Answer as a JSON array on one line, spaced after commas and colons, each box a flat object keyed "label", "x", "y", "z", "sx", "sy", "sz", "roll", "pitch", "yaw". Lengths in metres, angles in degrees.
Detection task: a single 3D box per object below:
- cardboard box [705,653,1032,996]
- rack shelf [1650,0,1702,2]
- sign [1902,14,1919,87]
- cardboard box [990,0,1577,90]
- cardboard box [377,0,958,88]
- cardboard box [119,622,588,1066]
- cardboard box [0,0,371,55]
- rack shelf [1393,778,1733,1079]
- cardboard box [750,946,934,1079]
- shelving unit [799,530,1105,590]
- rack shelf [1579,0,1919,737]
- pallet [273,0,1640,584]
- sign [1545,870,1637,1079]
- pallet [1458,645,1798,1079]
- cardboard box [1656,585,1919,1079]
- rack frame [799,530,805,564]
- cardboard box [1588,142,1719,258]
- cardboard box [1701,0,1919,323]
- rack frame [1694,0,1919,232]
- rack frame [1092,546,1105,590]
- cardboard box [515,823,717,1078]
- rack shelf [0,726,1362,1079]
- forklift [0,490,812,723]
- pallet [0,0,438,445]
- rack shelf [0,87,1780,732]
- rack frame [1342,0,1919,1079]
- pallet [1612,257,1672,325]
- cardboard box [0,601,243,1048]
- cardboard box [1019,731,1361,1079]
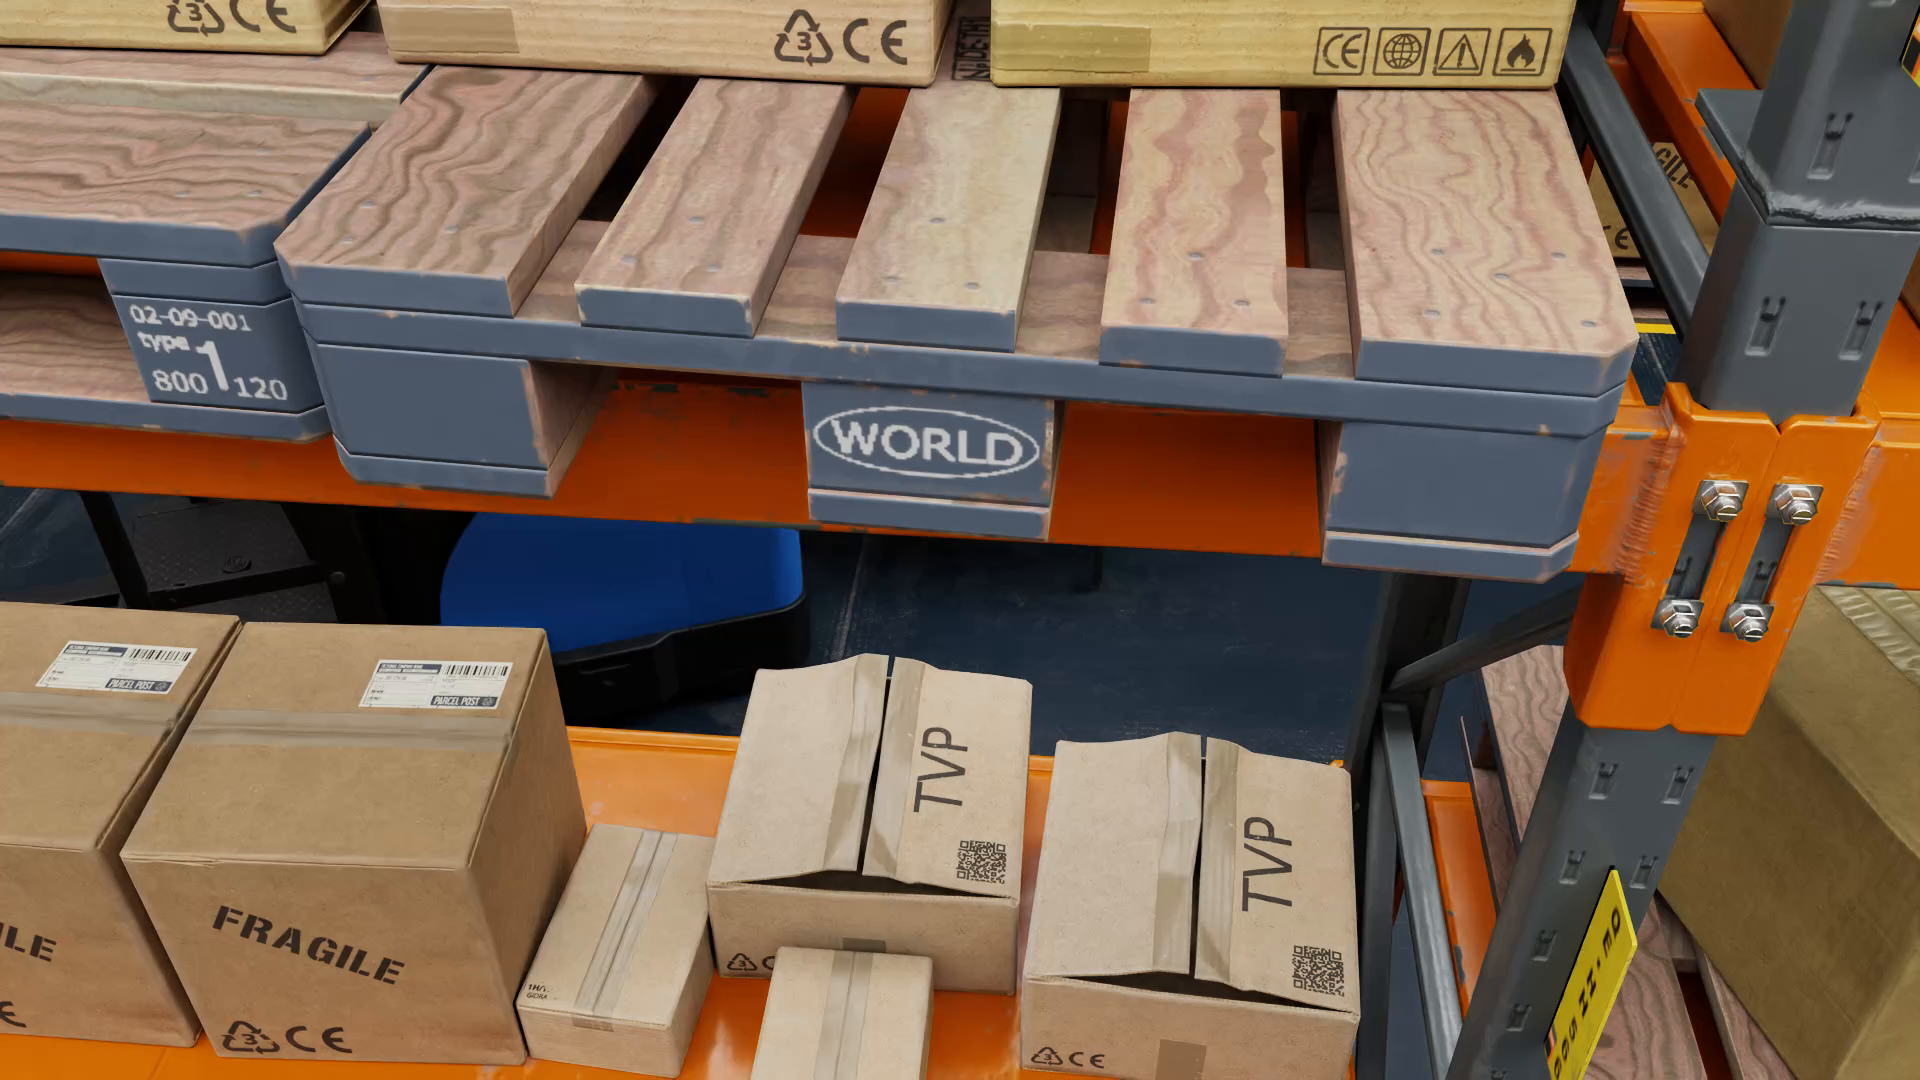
[{"label": "cardboard box", "x": -0.138, "y": 0.471, "z": 2.866, "sx": 0.500, "sy": 0.311, "sz": 0.500, "roll": 3, "pitch": 39, "yaw": 3}, {"label": "rack shelf", "x": 3.153, "y": -2.121, "z": 6.550, "sx": 4.000, "sy": 0.370, "sz": 1.077, "roll": 3, "pitch": 39, "yaw": 4}, {"label": "sign", "x": 0.681, "y": -0.439, "z": 1.065, "sx": 0.005, "sy": 0.325, "sz": 0.100, "roll": 3, "pitch": 39, "yaw": 4}, {"label": "cardboard box", "x": 0.280, "y": -0.651, "z": 1.583, "sx": 0.500, "sy": 0.250, "sz": 0.500, "roll": 0, "pitch": 39, "yaw": 1}, {"label": "cardboard box", "x": -0.244, "y": -0.668, "z": 1.605, "sx": 0.500, "sy": 0.250, "sz": 0.500, "roll": 4, "pitch": 39, "yaw": 5}, {"label": "cardboard box", "x": -0.937, "y": 0.487, "z": 2.697, "sx": 0.500, "sy": 0.500, "sz": 0.500, "roll": 1, "pitch": 39, "yaw": 1}, {"label": "cardboard box", "x": -0.813, "y": -0.706, "z": 1.652, "sx": 0.500, "sy": 0.250, "sz": 0.500, "roll": 2, "pitch": 39, "yaw": 3}, {"label": "rack shelf", "x": 2.729, "y": 0.994, "z": 2.722, "sx": 4.000, "sy": 0.370, "sz": 1.077, "roll": 3, "pitch": 39, "yaw": 4}, {"label": "cardboard box", "x": -0.183, "y": 0.829, "z": 2.555, "sx": 0.250, "sy": 0.149, "sz": 0.380, "roll": 3, "pitch": 39, "yaw": 4}, {"label": "shelving unit", "x": -0.029, "y": -0.599, "z": 5.298, "sx": 1.048, "sy": 1.500, "sz": 0.538, "roll": 3, "pitch": 39, "yaw": 4}, {"label": "rack shelf", "x": 2.729, "y": -0.169, "z": 1.775, "sx": 4.000, "sy": 0.370, "sz": 1.077, "roll": 3, "pitch": 39, "yaw": 4}, {"label": "pallet", "x": 0.053, "y": -0.464, "z": 1.718, "sx": 1.003, "sy": 0.211, "sz": 1.213, "roll": 5, "pitch": 39, "yaw": 6}, {"label": "sign", "x": 0.692, "y": 0.507, "z": 1.834, "sx": 0.005, "sy": 0.325, "sz": 0.100, "roll": 3, "pitch": 39, "yaw": 4}, {"label": "pallet", "x": 1.418, "y": 0.674, "z": 2.698, "sx": 1.003, "sy": 0.211, "sz": 1.213, "roll": 3, "pitch": 39, "yaw": 4}, {"label": "cardboard box", "x": 1.374, "y": 0.368, "z": 2.510, "sx": 0.500, "sy": 0.500, "sz": 0.700, "roll": -9, "pitch": 40, "yaw": -11}, {"label": "rack frame", "x": -0.536, "y": -0.625, "z": 5.330, "sx": 0.032, "sy": 1.500, "sz": 0.500, "roll": 3, "pitch": 39, "yaw": 4}, {"label": "cardboard box", "x": 2.754, "y": -1.664, "z": 6.788, "sx": 0.750, "sy": 0.750, "sz": 0.750, "roll": 3, "pitch": 39, "yaw": 4}, {"label": "cardboard box", "x": 1.174, "y": -0.593, "z": 1.647, "sx": 0.500, "sy": 0.500, "sz": 0.910, "roll": 3, "pitch": 39, "yaw": 4}, {"label": "rack frame", "x": 0.737, "y": -1.720, "z": 0.735, "sx": 0.127, "sy": 3.000, "sz": 1.000, "roll": 3, "pitch": 39, "yaw": 4}, {"label": "rack frame", "x": 0.477, "y": -0.573, "z": 5.265, "sx": 0.032, "sy": 1.500, "sz": 0.500, "roll": 3, "pitch": 39, "yaw": 4}, {"label": "cardboard box", "x": -0.539, "y": 0.670, "z": 2.750, "sx": 0.250, "sy": 0.149, "sz": 0.380, "roll": 6, "pitch": 40, "yaw": 7}, {"label": "rack shelf", "x": -1.256, "y": 0.777, "z": 2.990, "sx": 4.000, "sy": 0.370, "sz": 1.077, "roll": 3, "pitch": 39, "yaw": 4}, {"label": "forklift", "x": -2.040, "y": -0.737, "z": 4.334, "sx": 3.031, "sy": 2.935, "sz": 1.130, "roll": -11, "pitch": 40, "yaw": -13}, {"label": "pallet", "x": -1.062, "y": -0.523, "z": 1.790, "sx": 1.213, "sy": 0.211, "sz": 1.003, "roll": 5, "pitch": 39, "yaw": 6}, {"label": "rack shelf", "x": -1.256, "y": -0.387, "z": 2.043, "sx": 4.000, "sy": 0.370, "sz": 1.077, "roll": 3, "pitch": 39, "yaw": 4}, {"label": "rack frame", "x": 0.737, "y": 0.607, "z": 2.629, "sx": 0.127, "sy": 3.000, "sz": 1.000, "roll": 3, "pitch": 39, "yaw": 4}, {"label": "pallet", "x": 3.151, "y": -1.269, "z": 7.142, "sx": 1.213, "sy": 0.211, "sz": 1.003, "roll": 3, "pitch": 39, "yaw": 4}, {"label": "cardboard box", "x": -1.461, "y": 0.458, "z": 2.732, "sx": 0.500, "sy": 0.500, "sz": 0.500, "roll": 3, "pitch": 39, "yaw": 4}, {"label": "cardboard box", "x": 0.378, "y": 0.594, "z": 2.715, "sx": 0.500, "sy": 0.311, "sz": 0.500, "roll": 5, "pitch": 39, "yaw": 7}]
